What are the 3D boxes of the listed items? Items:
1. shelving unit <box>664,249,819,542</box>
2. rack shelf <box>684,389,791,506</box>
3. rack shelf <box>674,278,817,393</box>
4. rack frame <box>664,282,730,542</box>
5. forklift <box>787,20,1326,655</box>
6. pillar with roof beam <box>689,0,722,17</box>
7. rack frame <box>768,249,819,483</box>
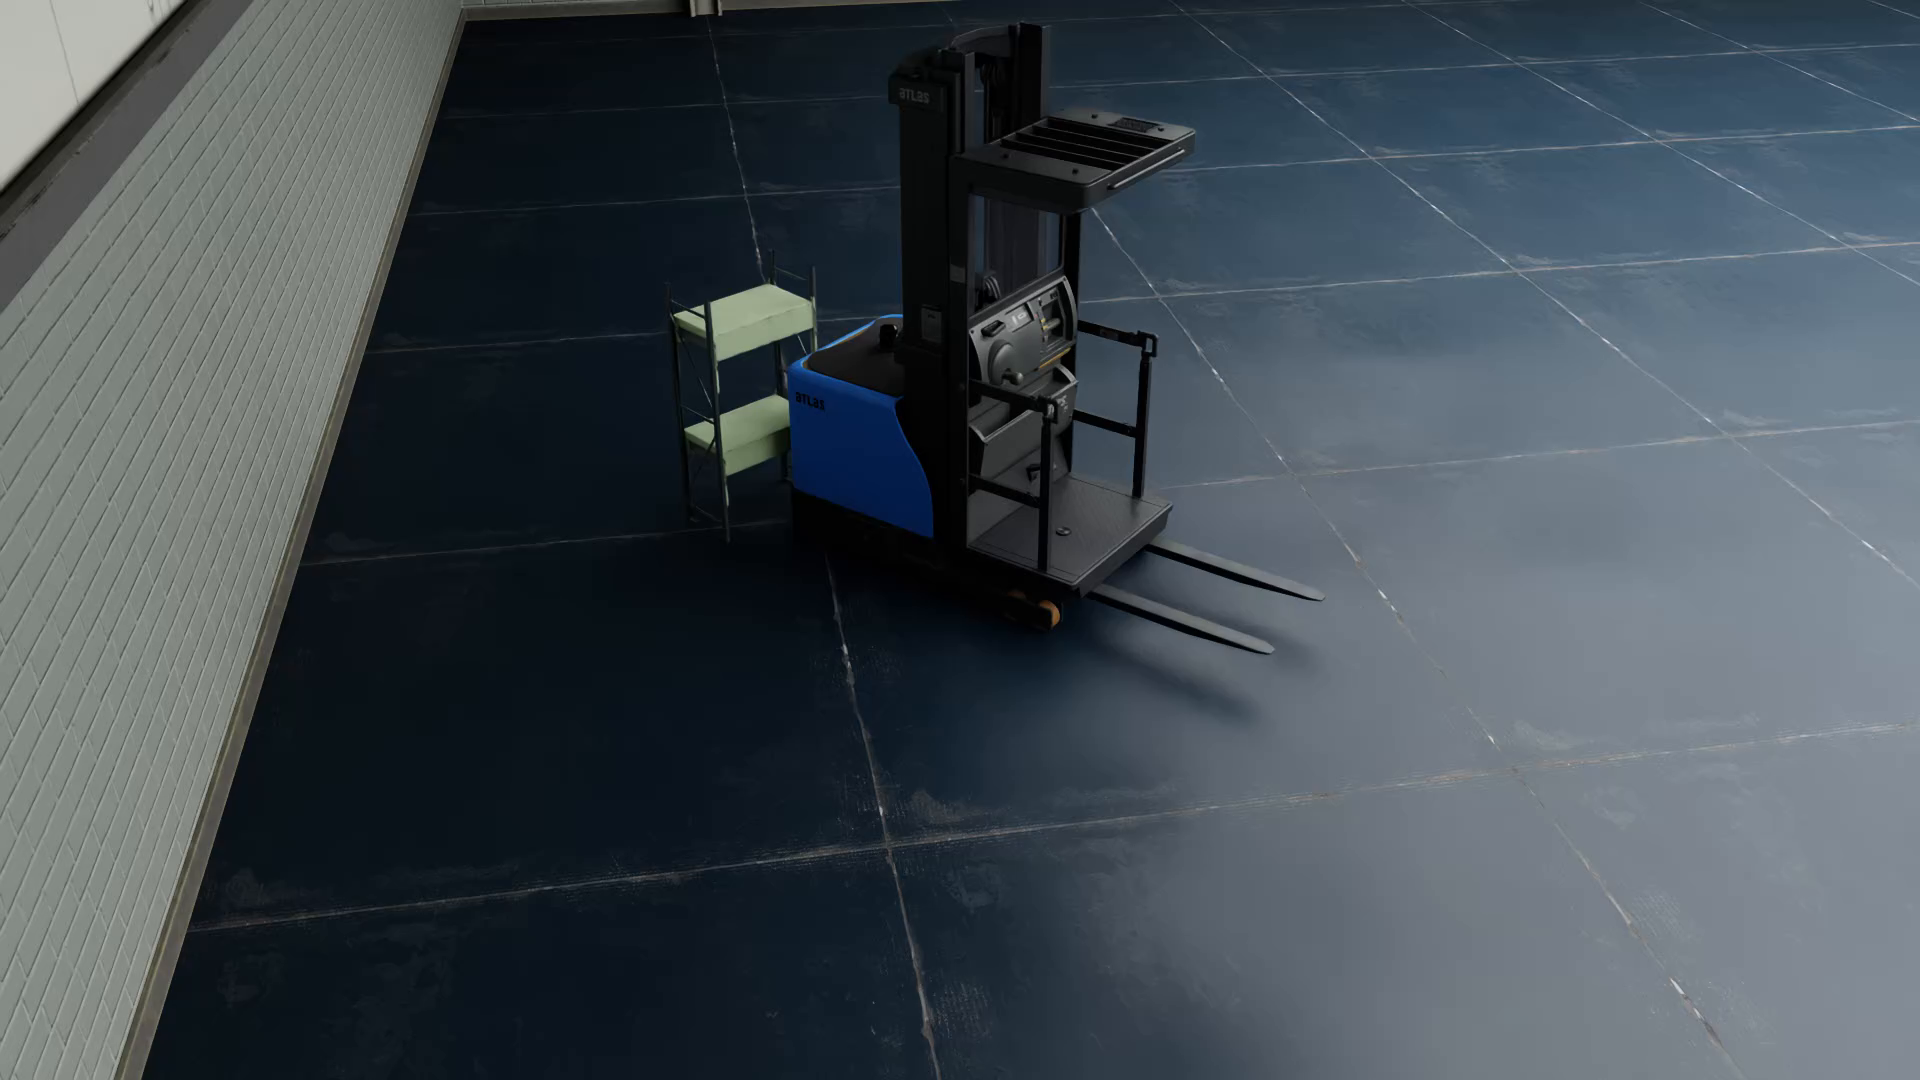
[{"bbox_3d":[-1.231,-0.838,9.695,0.755,1.500,0.431,-26,39,-37],"label":"shelving unit"},{"bbox_3d":[-1.231,-0.557,9.860,0.720,0.370,0.431,-26,39,-37],"label":"rack shelf"},{"bbox_3d":[-1.232,-1.175,9.498,0.720,0.370,0.431,-26,39,-37],"label":"rack shelf"},{"bbox_3d":[-1.494,-0.709,9.475,0.023,1.500,0.400,-26,39,-37],"label":"rack frame"},{"bbox_3d":[0.511,-1.080,8.695,3.031,2.935,1.130,20,36,30],"label":"forklift"},{"bbox_3d":[-2.456,-8.433,15.214,0.400,9.000,9.100,-5,31,-9],"label":"pillar with roof beam"},{"bbox_3d":[-0.968,-0.967,9.915,0.023,1.500,0.400,-26,39,-37],"label":"rack frame"}]
